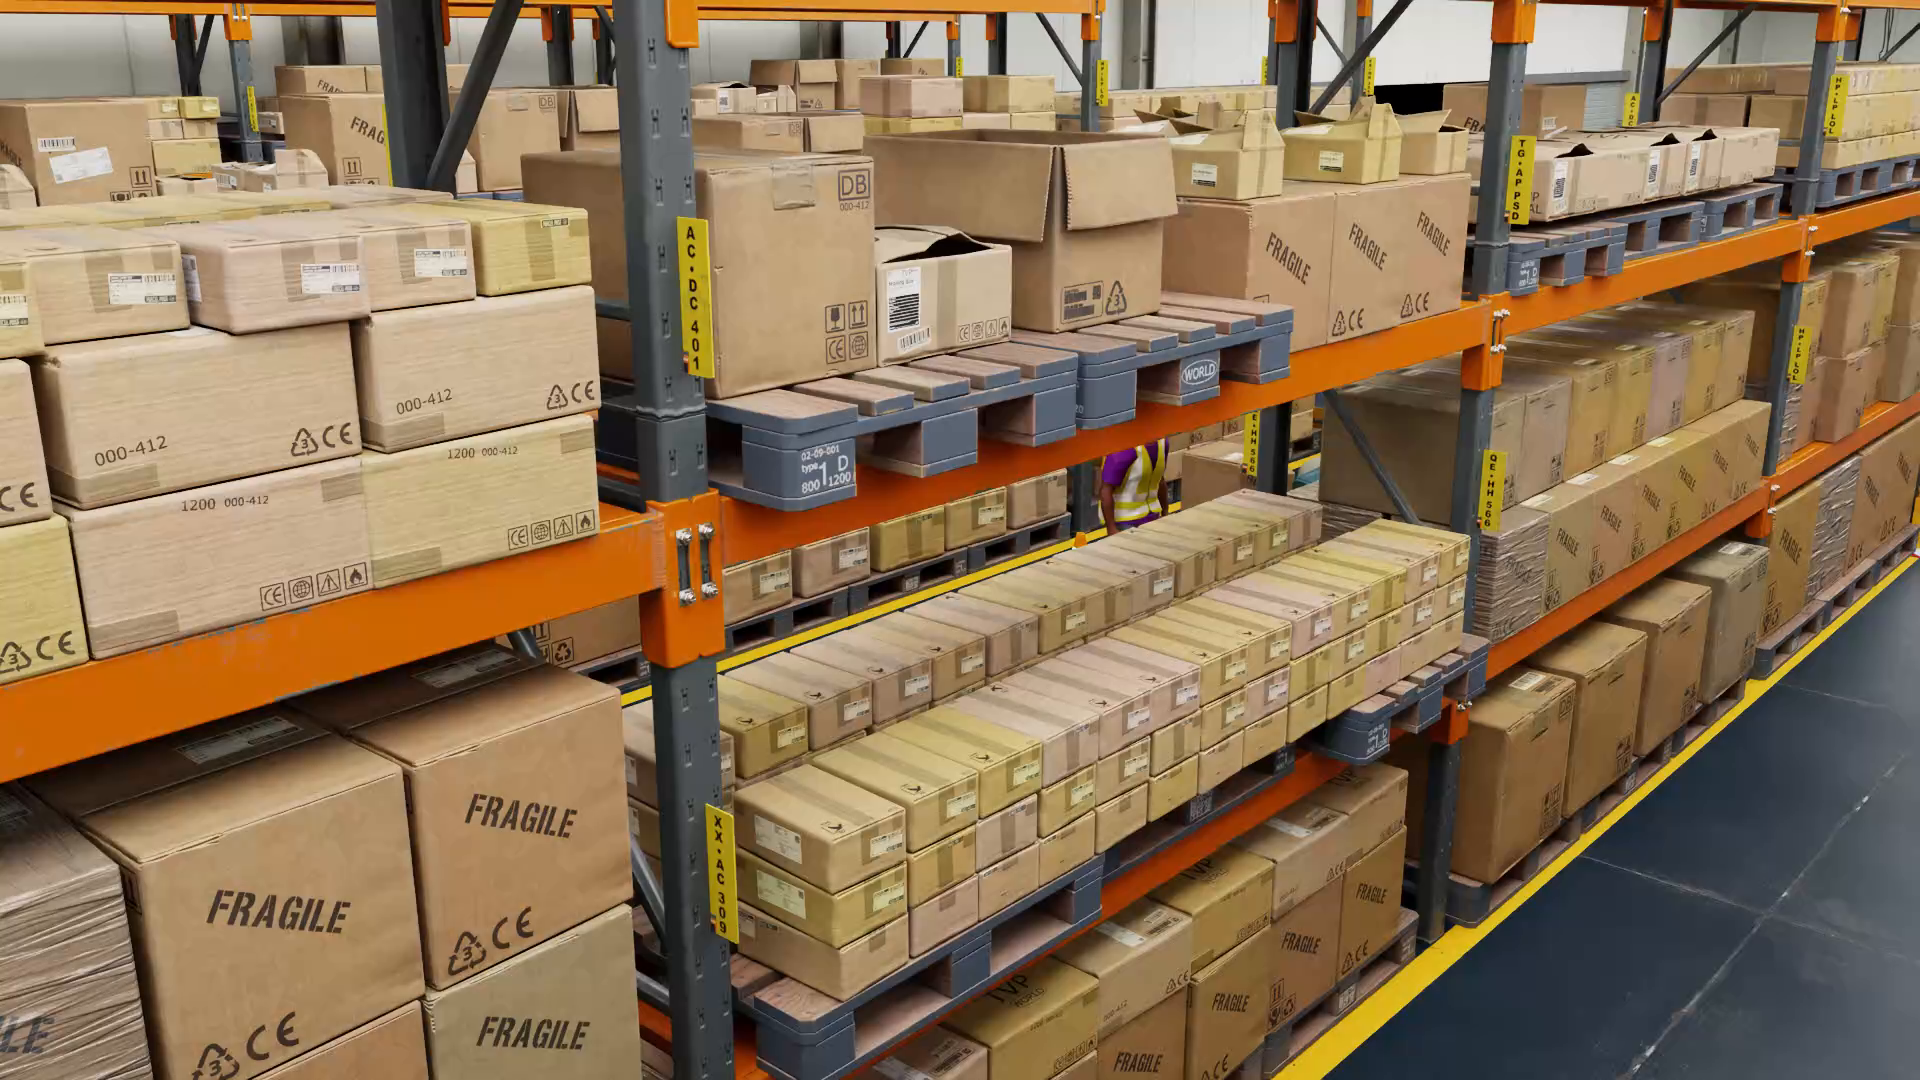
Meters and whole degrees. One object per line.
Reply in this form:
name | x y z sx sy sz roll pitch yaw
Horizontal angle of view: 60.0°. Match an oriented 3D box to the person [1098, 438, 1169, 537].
person | 1.111 -0.114 10.388 0.457 1.761 0.628 15 22 40
